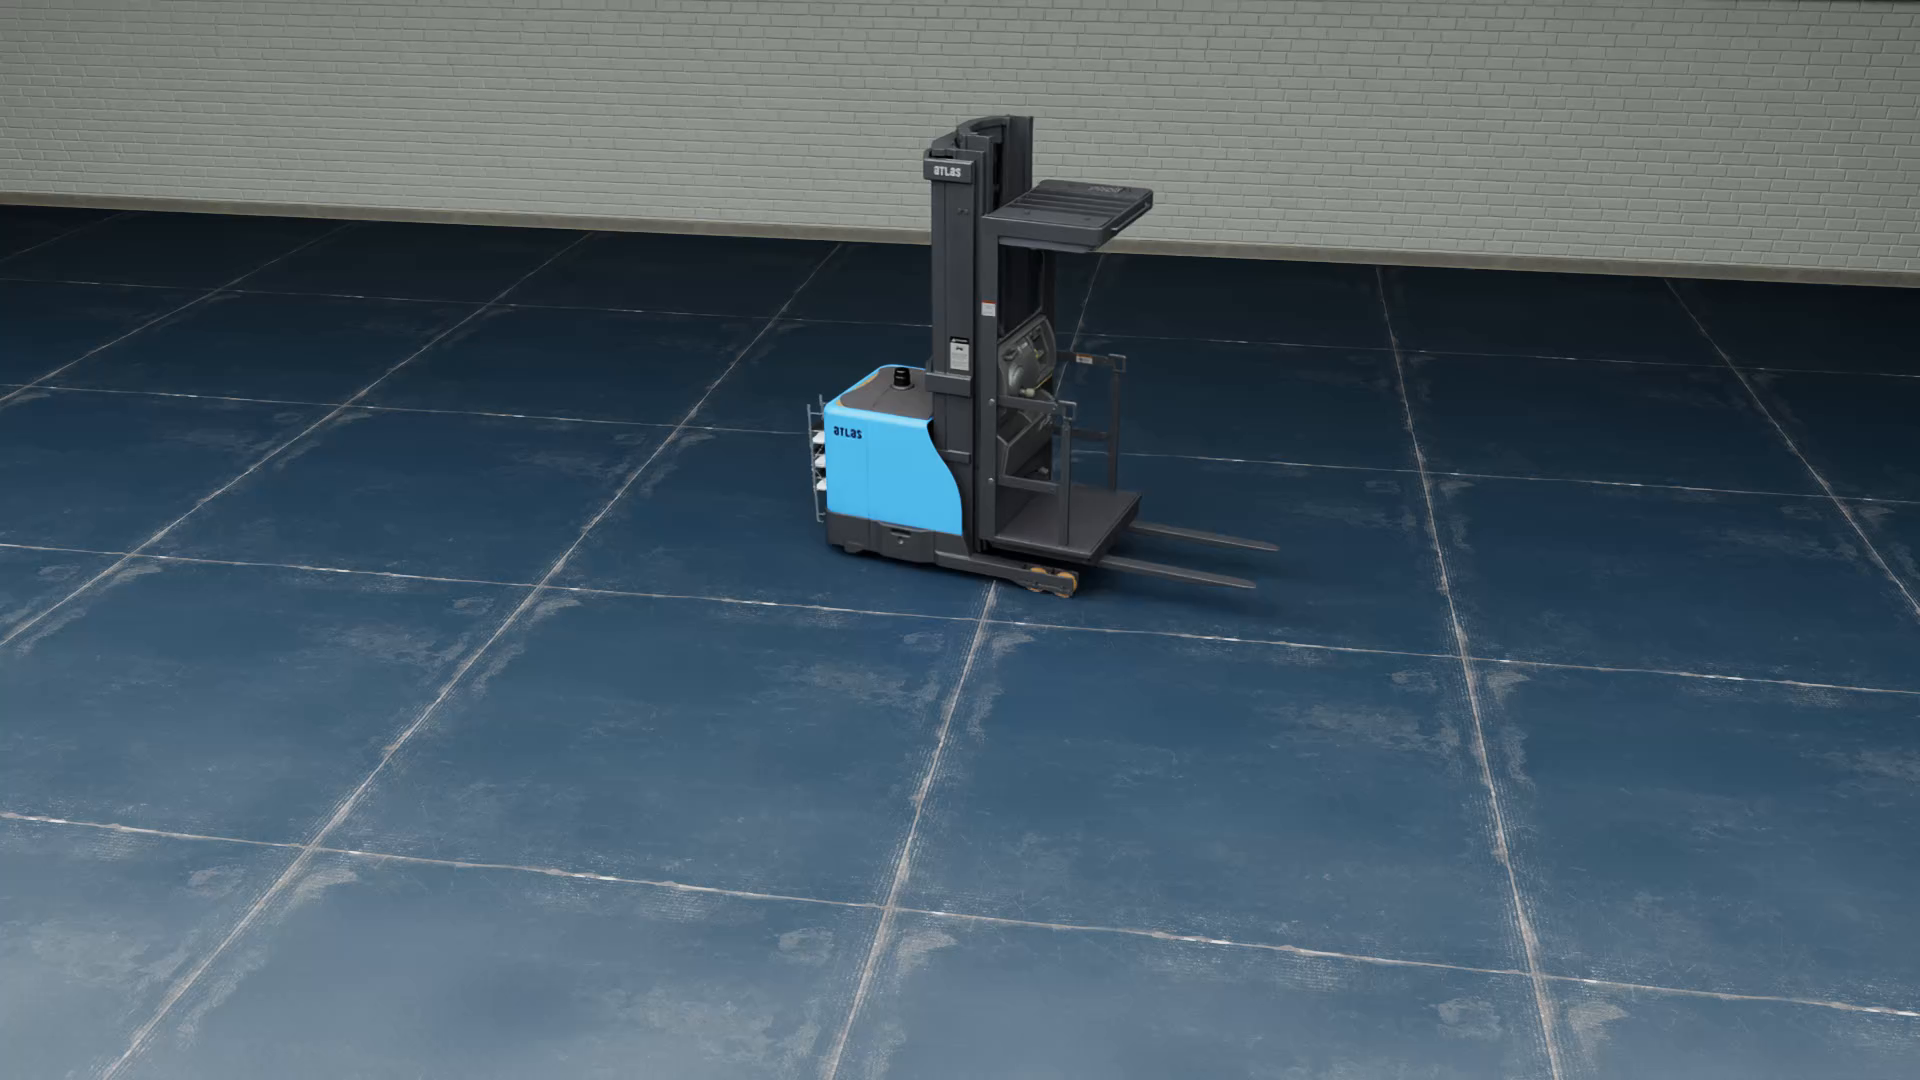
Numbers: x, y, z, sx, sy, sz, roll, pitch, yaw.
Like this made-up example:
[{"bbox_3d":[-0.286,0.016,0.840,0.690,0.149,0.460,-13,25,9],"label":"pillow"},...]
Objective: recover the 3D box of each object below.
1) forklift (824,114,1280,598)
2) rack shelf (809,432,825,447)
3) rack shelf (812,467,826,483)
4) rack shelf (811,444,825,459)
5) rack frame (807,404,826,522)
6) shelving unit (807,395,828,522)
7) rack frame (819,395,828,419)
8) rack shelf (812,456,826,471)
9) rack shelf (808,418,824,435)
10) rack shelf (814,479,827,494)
[{"bbox_3d":[0.628,-1.201,10.903,3.031,2.935,1.130,10,27,21],"label":"forklift"},{"bbox_3d":[-0.916,-0.708,11.884,0.258,0.077,0.200,6,26,20],"label":"rack shelf"},{"bbox_3d":[-0.905,-0.461,11.995,0.258,0.077,0.200,6,26,20],"label":"rack shelf"},{"bbox_3d":[-0.912,-0.625,11.921,0.258,0.077,0.200,6,26,20],"label":"rack shelf"},{"bbox_3d":[-0.945,-0.533,11.858,0.240,0.900,0.006,6,26,20],"label":"rack frame"},{"bbox_3d":[-0.910,-0.574,11.944,0.258,0.900,0.210,6,26,20],"label":"shelving unit"},{"bbox_3d":[-0.874,-0.614,12.031,0.240,0.900,0.006,6,26,20],"label":"rack frame"},{"bbox_3d":[-0.909,-0.543,11.958,0.258,0.077,0.200,6,26,20],"label":"rack shelf"},{"bbox_3d":[-0.920,-0.790,11.848,0.258,0.077,0.200,6,26,20],"label":"rack shelf"},{"bbox_3d":[-0.901,-0.379,12.031,0.258,0.077,0.200,6,26,20],"label":"rack shelf"}]
